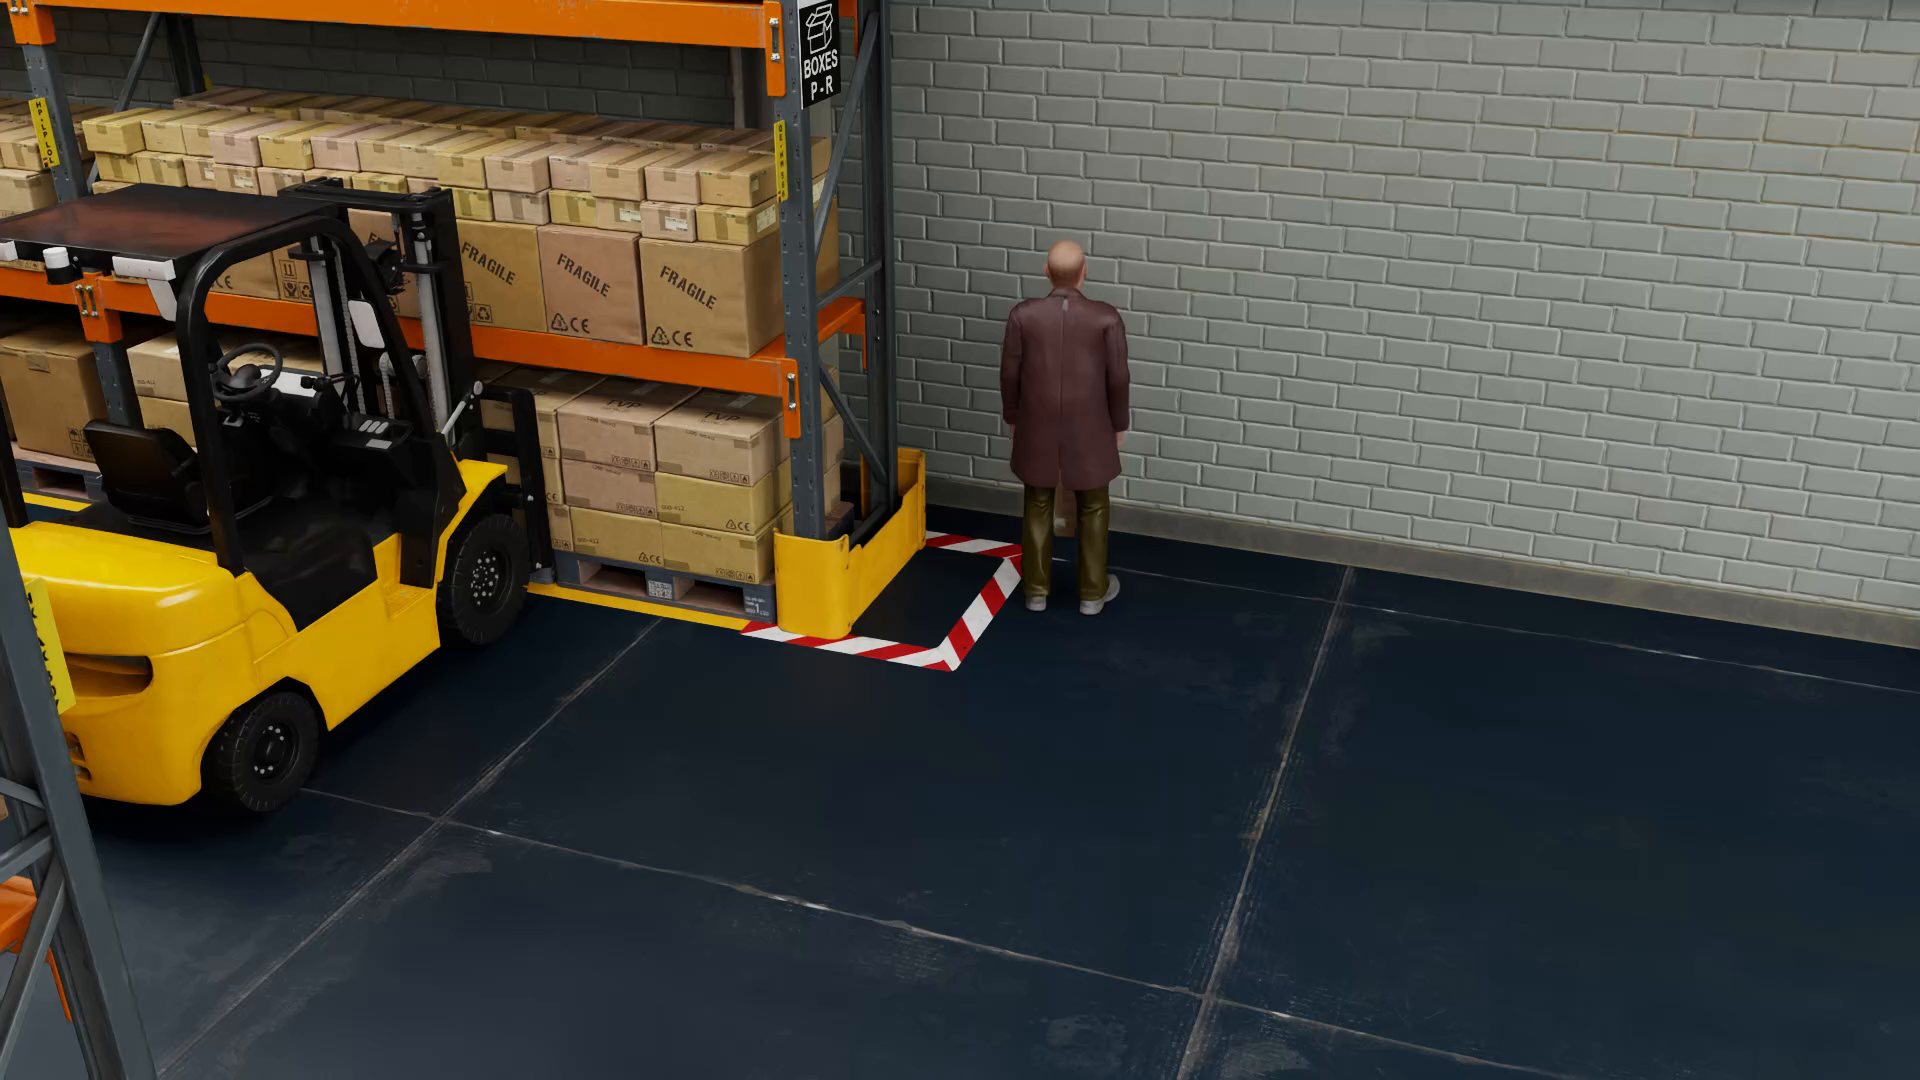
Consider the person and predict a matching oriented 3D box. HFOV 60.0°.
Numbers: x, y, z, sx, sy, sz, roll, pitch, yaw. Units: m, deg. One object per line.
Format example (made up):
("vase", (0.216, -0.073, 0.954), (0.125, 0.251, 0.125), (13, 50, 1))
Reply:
("person", (0.483, -0.511, 7.703), (0.596, 1.776, 0.424), (5, 26, 9))
